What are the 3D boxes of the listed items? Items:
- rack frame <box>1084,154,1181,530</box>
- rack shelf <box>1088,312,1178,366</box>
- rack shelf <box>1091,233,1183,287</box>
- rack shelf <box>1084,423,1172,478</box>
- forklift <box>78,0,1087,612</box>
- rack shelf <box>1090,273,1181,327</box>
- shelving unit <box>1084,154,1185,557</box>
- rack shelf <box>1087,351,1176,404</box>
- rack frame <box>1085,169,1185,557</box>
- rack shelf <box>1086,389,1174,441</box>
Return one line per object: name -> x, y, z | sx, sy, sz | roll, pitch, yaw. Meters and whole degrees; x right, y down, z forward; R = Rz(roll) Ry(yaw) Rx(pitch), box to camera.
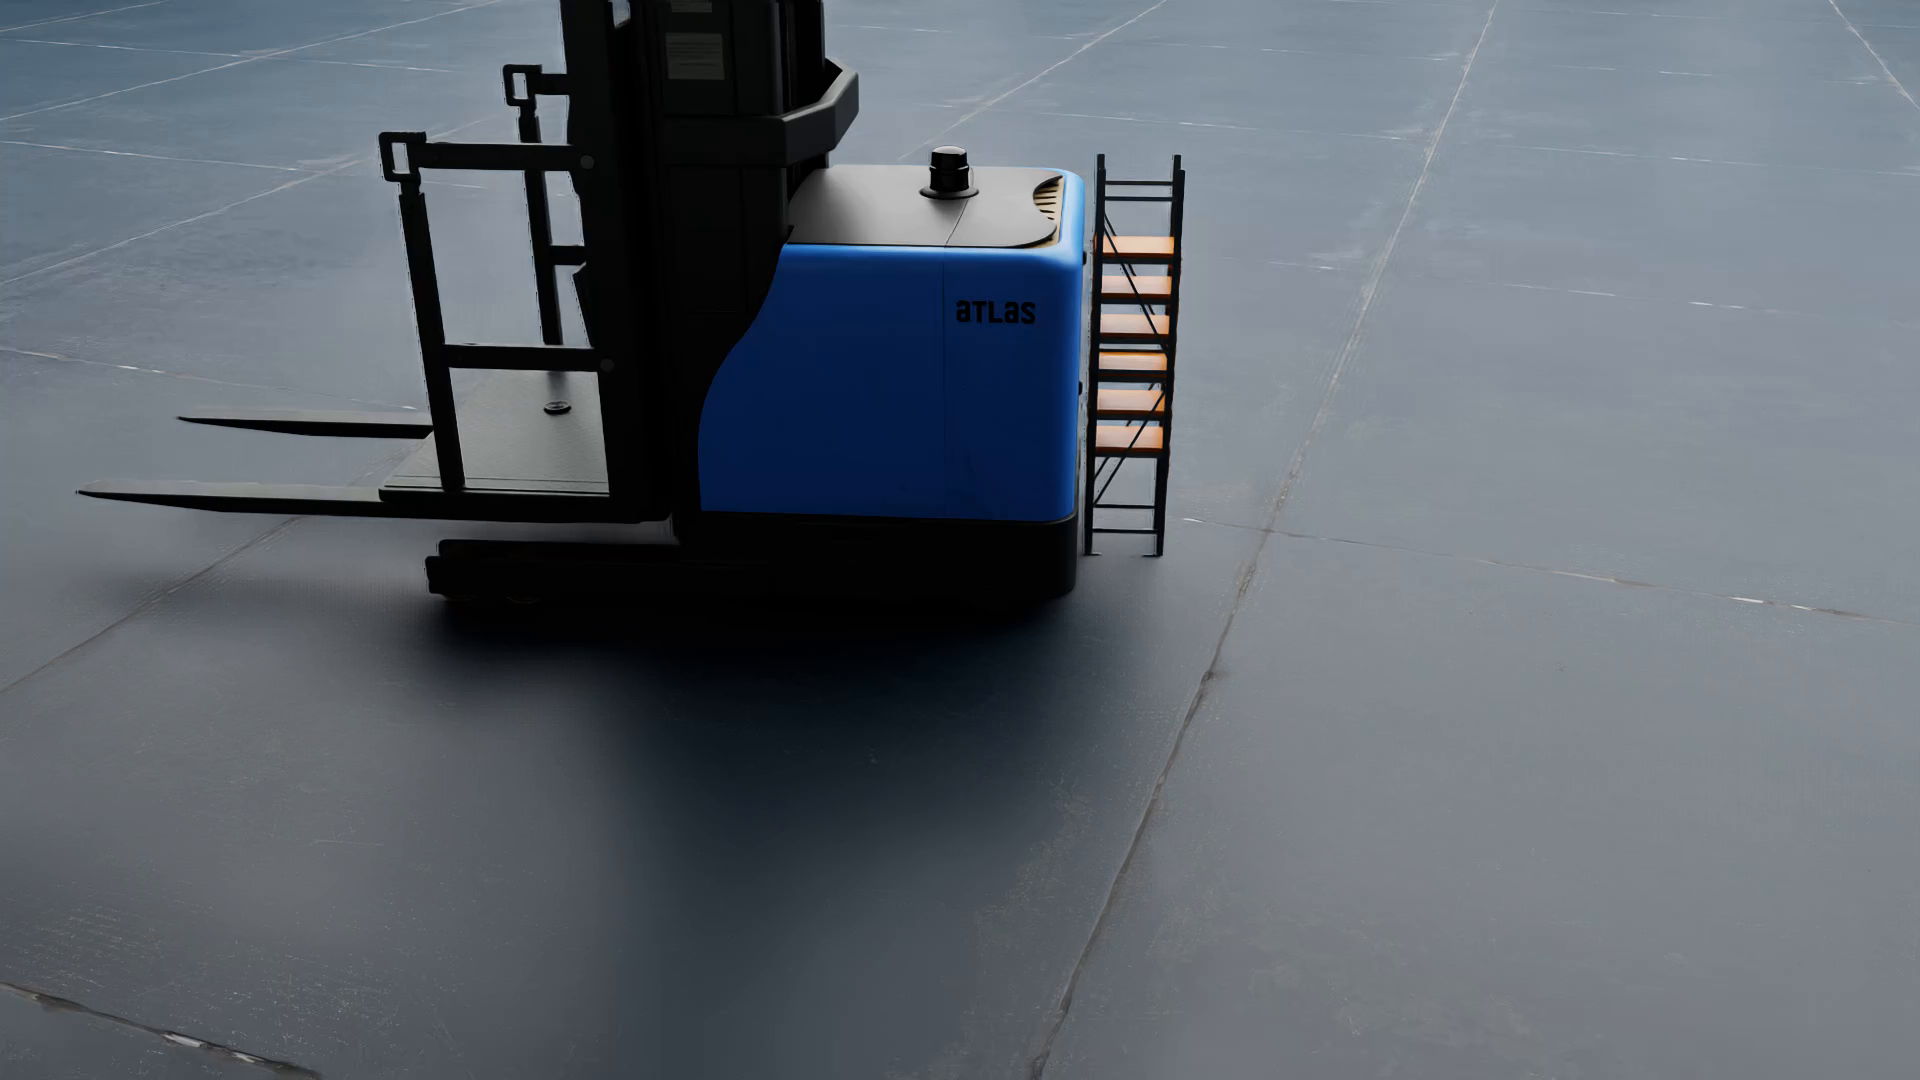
rack frame -> 0.517, -0.571, 5.052 | 0.240, 1.200, 0.006 | 1, 26, 3
rack shelf -> 0.512, -0.599, 4.937 | 0.258, 0.103, 0.180 | 1, 26, 3
rack shelf -> 0.512, -0.815, 4.833 | 0.258, 0.103, 0.180 | 1, 26, 3
rack shelf -> 0.512, -0.275, 5.094 | 0.258, 0.103, 0.180 | 1, 26, 3
forklift -> -1.144, -1.359, 4.693 | 3.031, 2.935, 1.130 | 2, 26, 4
rack shelf -> 0.512, -0.707, 4.885 | 0.258, 0.103, 0.180 | 1, 26, 3
shelving unit -> 0.512, -0.531, 4.970 | 0.258, 1.200, 0.189 | 1, 26, 3
rack shelf -> 0.512, -0.491, 4.989 | 0.258, 0.103, 0.180 | 1, 26, 3
rack frame -> 0.507, -0.491, 4.888 | 0.240, 1.200, 0.006 | 1, 26, 3
rack shelf -> 0.512, -0.383, 5.042 | 0.258, 0.103, 0.180 | 1, 26, 3
